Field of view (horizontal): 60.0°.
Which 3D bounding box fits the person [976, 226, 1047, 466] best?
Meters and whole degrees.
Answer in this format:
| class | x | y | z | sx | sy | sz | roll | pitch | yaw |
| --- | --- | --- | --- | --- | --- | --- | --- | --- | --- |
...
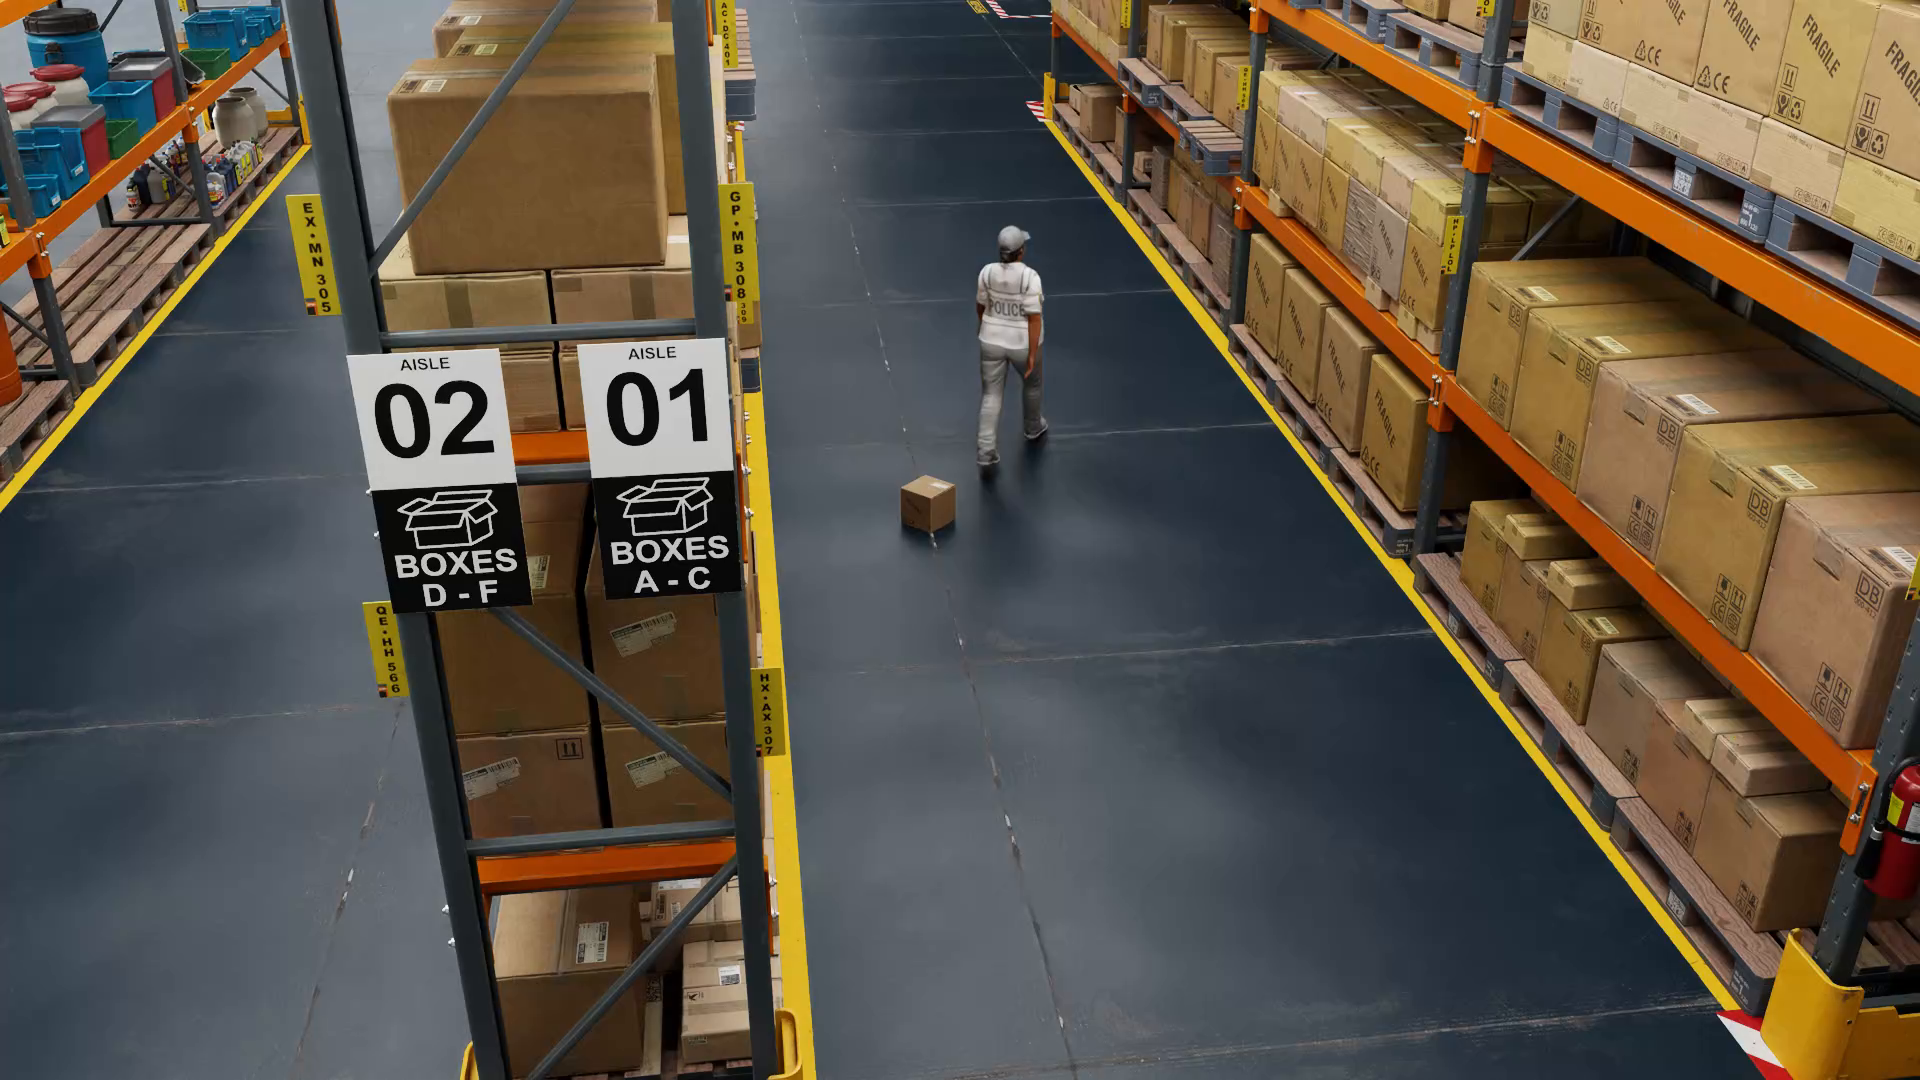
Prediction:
| class | x | y | z | sx | sy | sz | roll | pitch | yaw |
| --- | --- | --- | --- | --- | --- | --- | --- | --- | --- |
| person | 0.339 | -1.346 | 11.215 | 0.478 | 1.606 | 0.999 | 6 | 28 | 12 |
